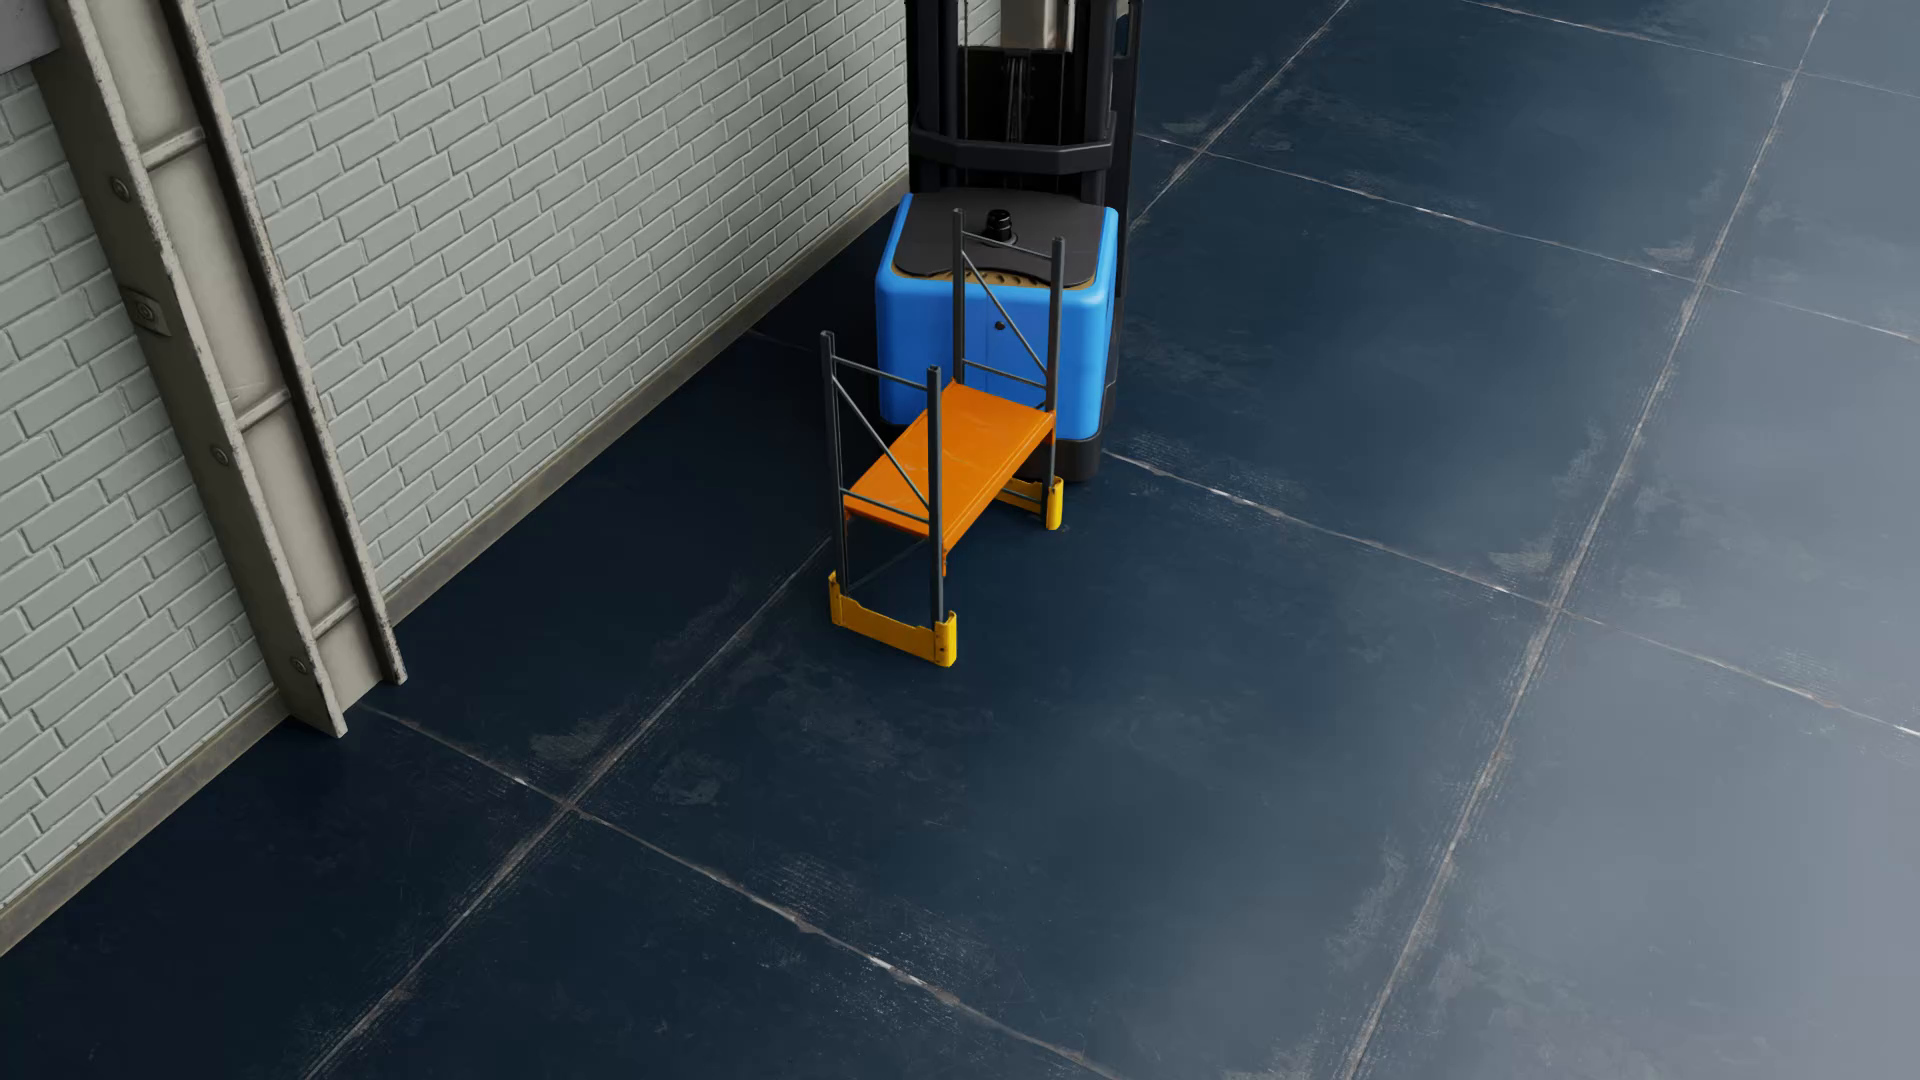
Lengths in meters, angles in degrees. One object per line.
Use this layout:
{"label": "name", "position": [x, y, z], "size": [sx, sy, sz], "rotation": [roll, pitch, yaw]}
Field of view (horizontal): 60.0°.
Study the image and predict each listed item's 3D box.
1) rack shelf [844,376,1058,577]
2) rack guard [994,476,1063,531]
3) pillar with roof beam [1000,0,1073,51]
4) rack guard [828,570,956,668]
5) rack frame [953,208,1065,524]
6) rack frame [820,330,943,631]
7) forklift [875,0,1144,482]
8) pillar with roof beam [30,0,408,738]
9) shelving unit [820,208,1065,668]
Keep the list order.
{"label": "rack shelf", "position": [-0.049, -0.289, 7.031], "size": [0.538, 0.185, 1.000], "rotation": [20, 45, 21]}
{"label": "rack guard", "position": [0.195, -0.248, 7.658], "size": [0.587, 0.250, 0.087], "rotation": [20, 45, 21]}
{"label": "pillar with roof beam", "position": [4.205, -4.753, 6.154], "size": [9.100, 9.000, 0.400], "rotation": [21, 45, 22]}
{"label": "rack guard", "position": [-0.285, 0.328, 7.004], "size": [0.587, 0.250, 0.087], "rotation": [20, 45, 21]}
{"label": "rack frame", "position": [0.196, -0.718, 7.246], "size": [0.500, 1.500, 0.032], "rotation": [20, 45, 21]}
{"label": "rack frame", "position": [-0.294, -0.130, 6.578], "size": [0.500, 1.500, 0.032], "rotation": [20, 45, 21]}
{"label": "forklift", "position": [0.328, -2.346, 8.012], "size": [1.130, 2.935, 3.031], "rotation": [5, 42, 6]}
{"label": "pillar with roof beam", "position": [1.203, -1.320, 2.256], "size": [9.100, 9.000, 0.400], "rotation": [21, 45, 22]}
{"label": "shelving unit", "position": [-0.045, -0.429, 6.918], "size": [0.587, 1.500, 1.083], "rotation": [20, 45, 21]}
